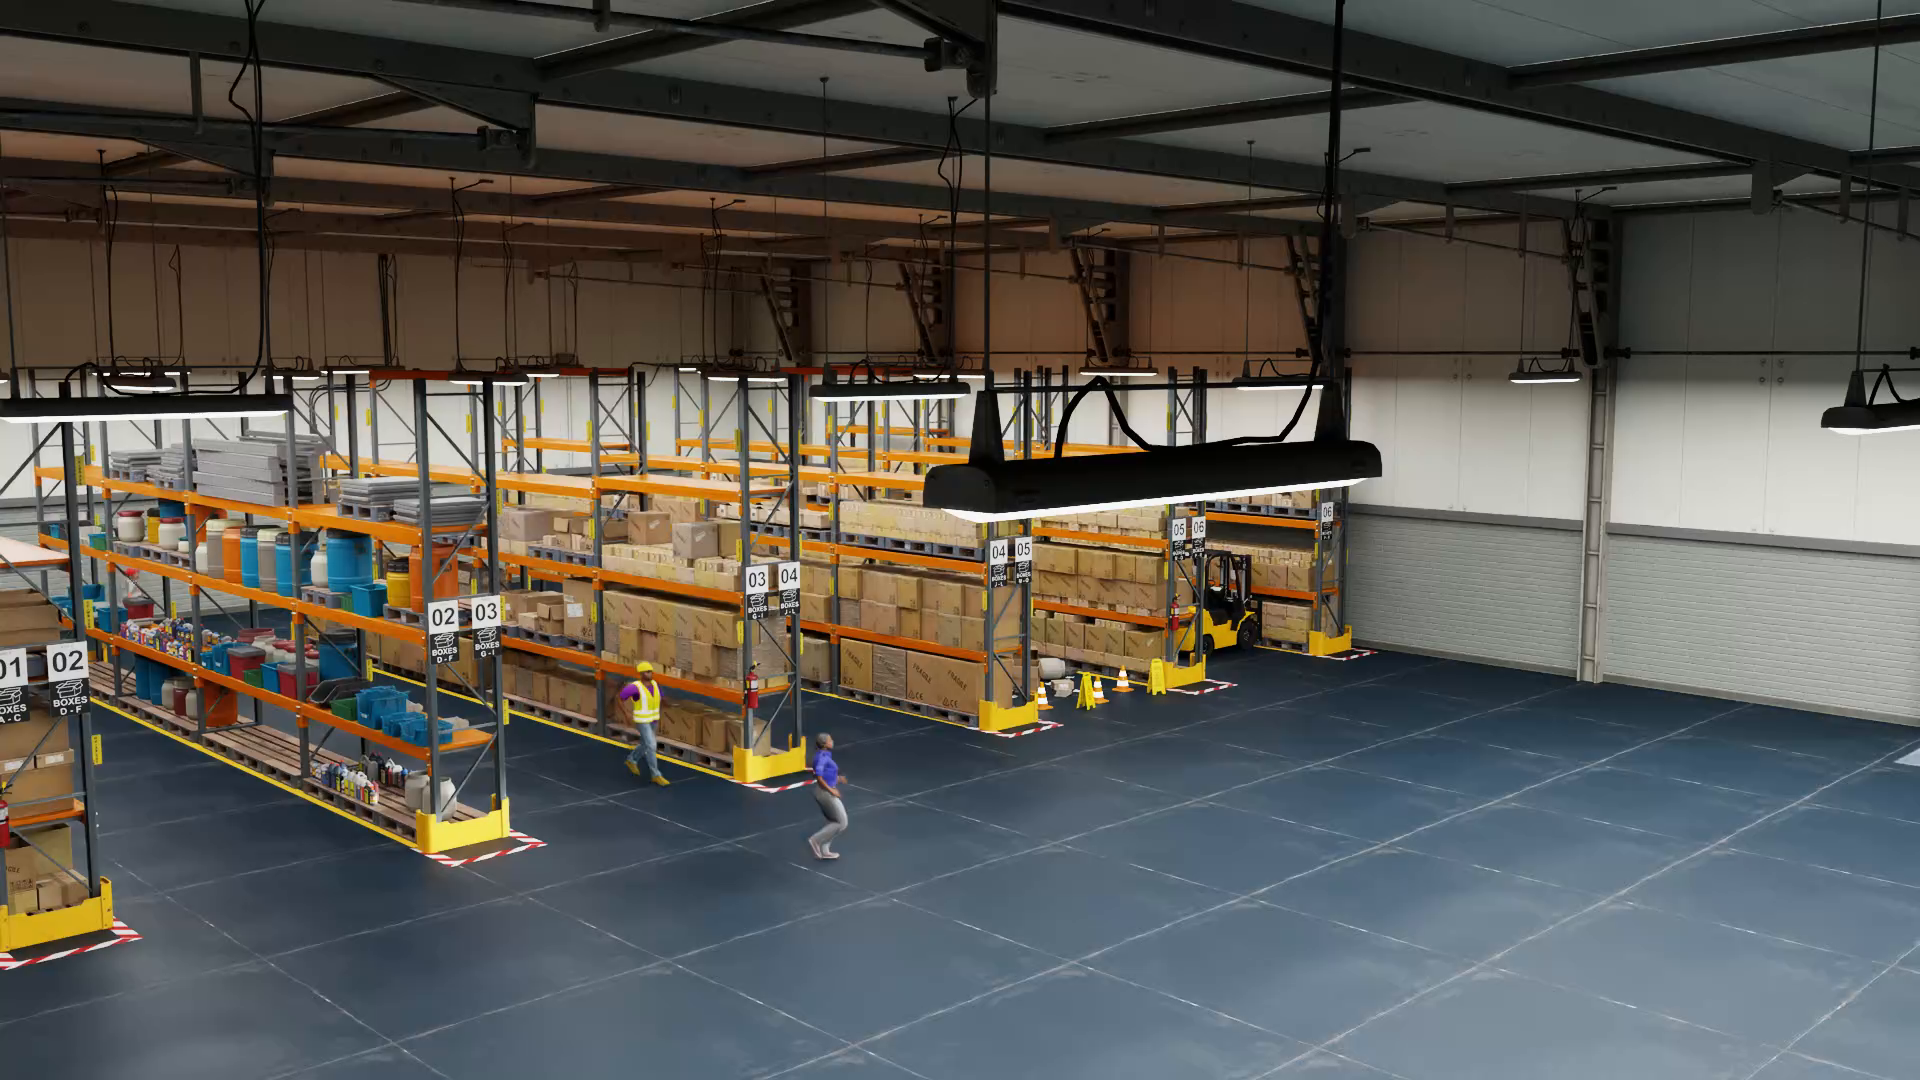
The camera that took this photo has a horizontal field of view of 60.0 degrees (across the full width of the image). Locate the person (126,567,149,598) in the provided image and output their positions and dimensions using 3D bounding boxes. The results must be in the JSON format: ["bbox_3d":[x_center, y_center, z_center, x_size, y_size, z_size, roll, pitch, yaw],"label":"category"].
[{"bbox_3d":[-17.675,1.437,35.734,0.592,1.738,0.656,-5,8,-35],"label":"person"}]

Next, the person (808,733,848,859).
[{"bbox_3d":[-1.641,3.193,20.753,0.572,1.608,0.571,-2,7,-17],"label":"person"}]

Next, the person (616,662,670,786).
[{"bbox_3d":[-4.605,2.668,24.455,0.938,1.765,0.705,4,8,32],"label":"person"}]
